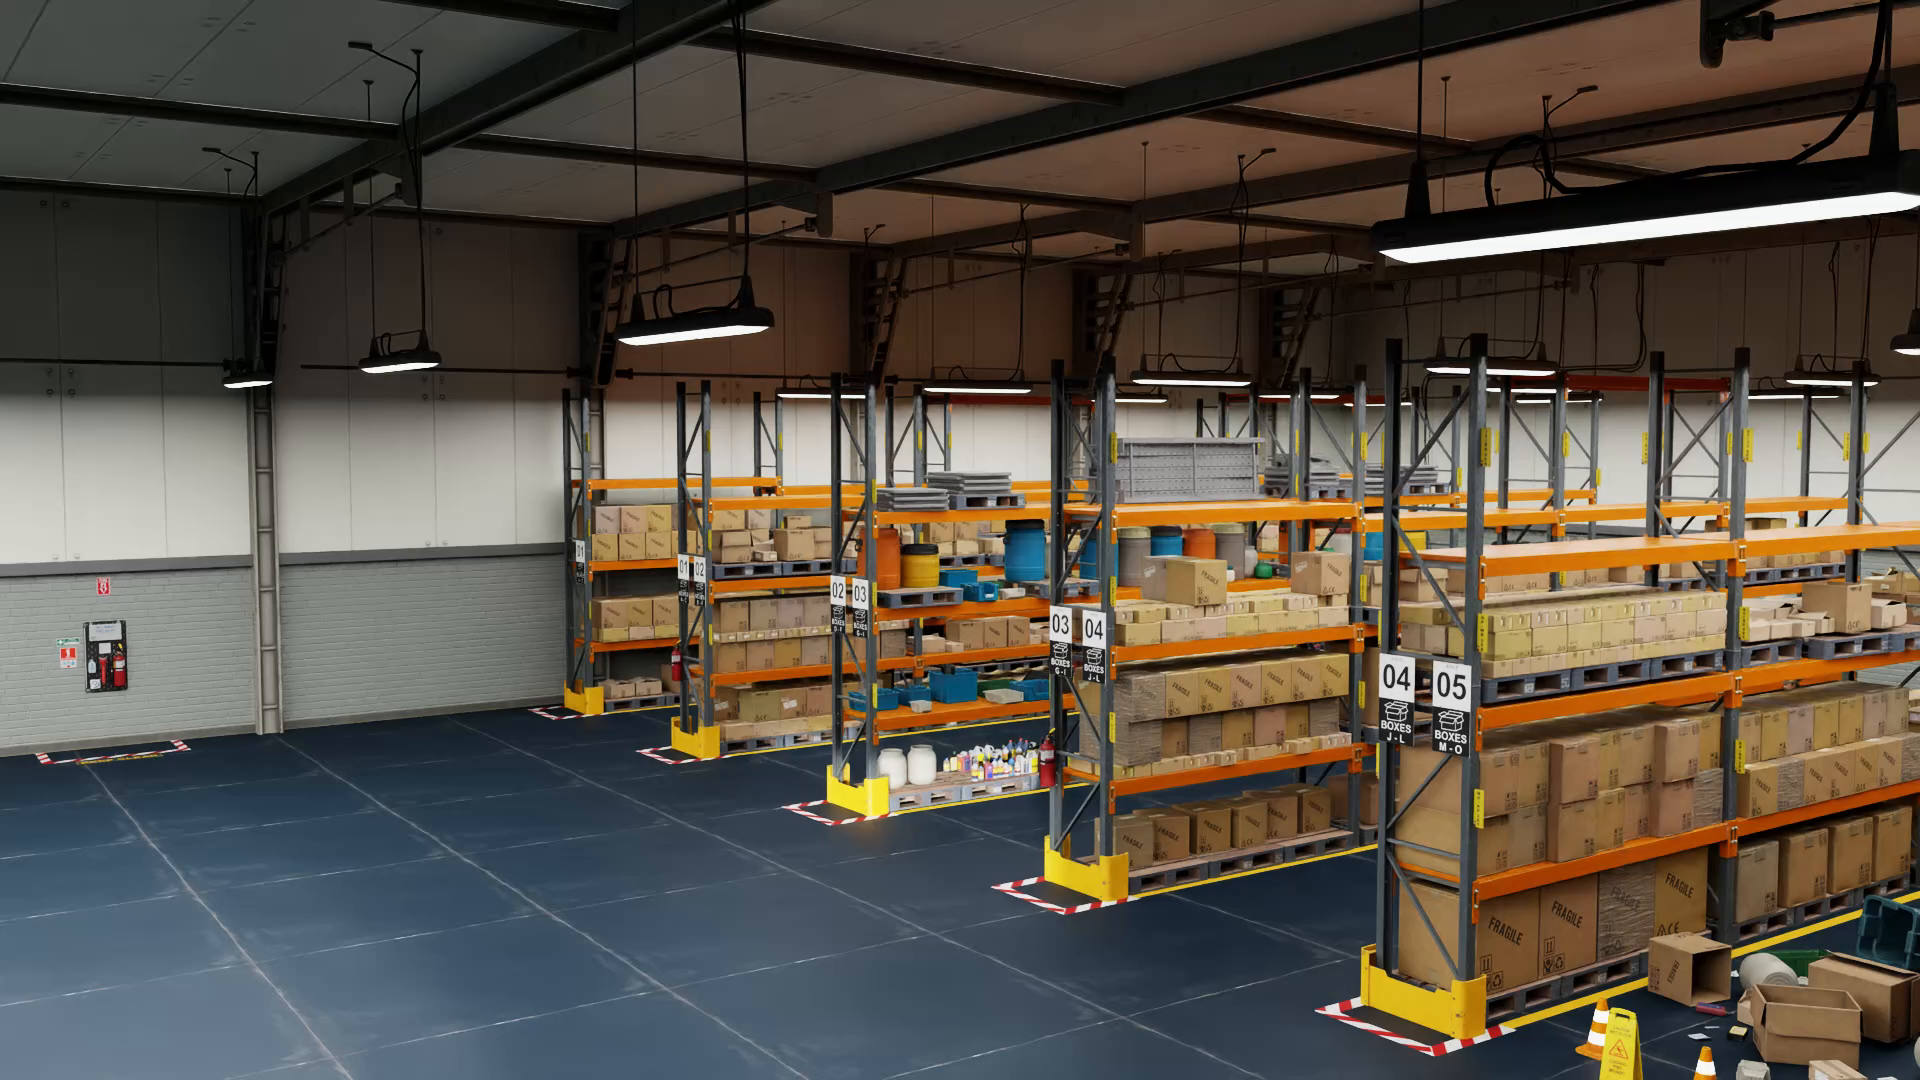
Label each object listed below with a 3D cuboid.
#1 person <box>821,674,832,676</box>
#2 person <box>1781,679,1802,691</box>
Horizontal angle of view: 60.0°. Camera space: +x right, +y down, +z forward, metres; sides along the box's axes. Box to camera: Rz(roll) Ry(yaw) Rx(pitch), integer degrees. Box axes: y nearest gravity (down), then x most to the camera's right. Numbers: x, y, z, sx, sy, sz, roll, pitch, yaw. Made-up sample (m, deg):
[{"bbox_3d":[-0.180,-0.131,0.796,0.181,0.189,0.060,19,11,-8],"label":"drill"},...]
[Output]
[{"bbox_3d":[-2.483,2.377,30.382,0.471,1.662,0.512,-2,4,-26],"label":"person"},{"bbox_3d":[12.244,2.767,24.358,0.852,1.635,0.468,-3,5,-37],"label":"person"}]
